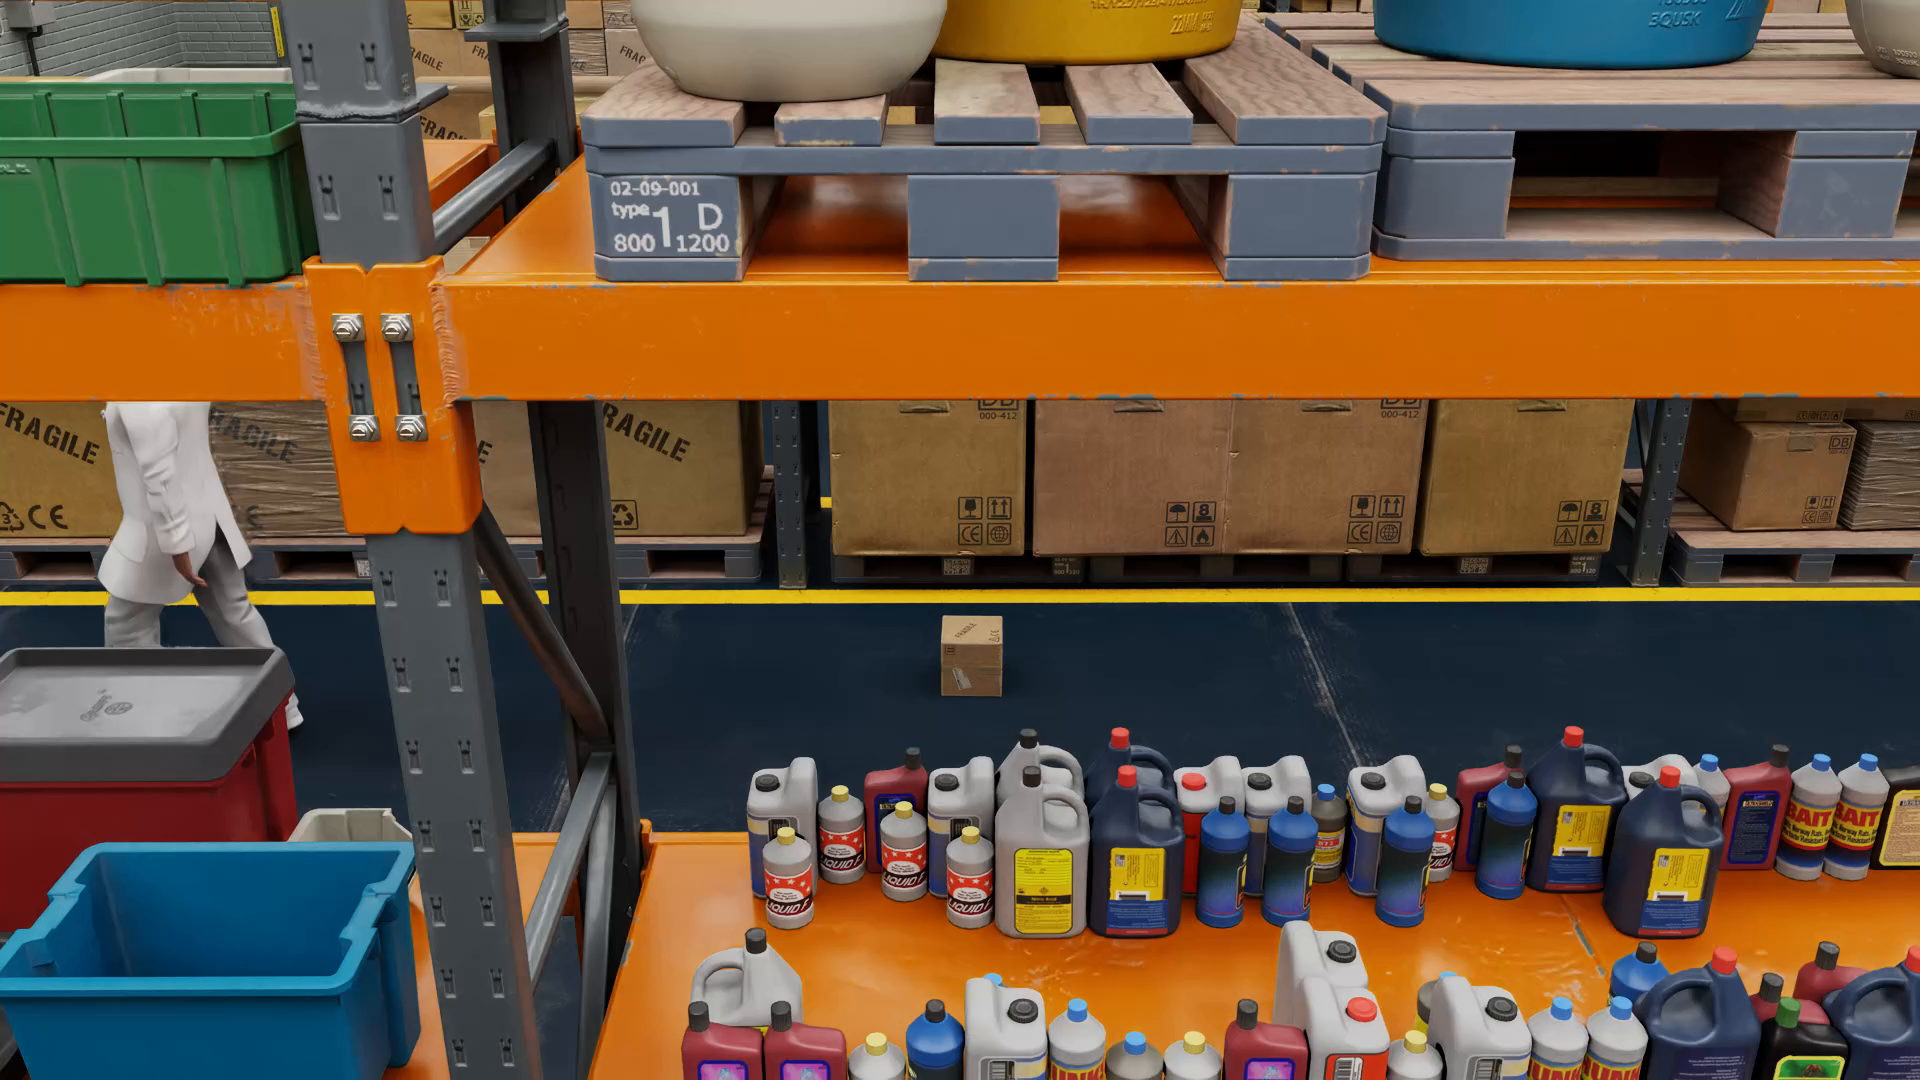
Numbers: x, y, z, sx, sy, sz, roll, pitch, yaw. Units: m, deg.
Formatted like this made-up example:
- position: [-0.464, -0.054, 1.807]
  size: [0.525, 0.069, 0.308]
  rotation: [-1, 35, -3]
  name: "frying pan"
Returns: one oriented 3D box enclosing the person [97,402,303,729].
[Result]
- position: [-2.991, -0.032, 6.219]
  size: [0.798, 1.823, 0.573]
  rotation: [2, 24, 5]
  name: "person"
